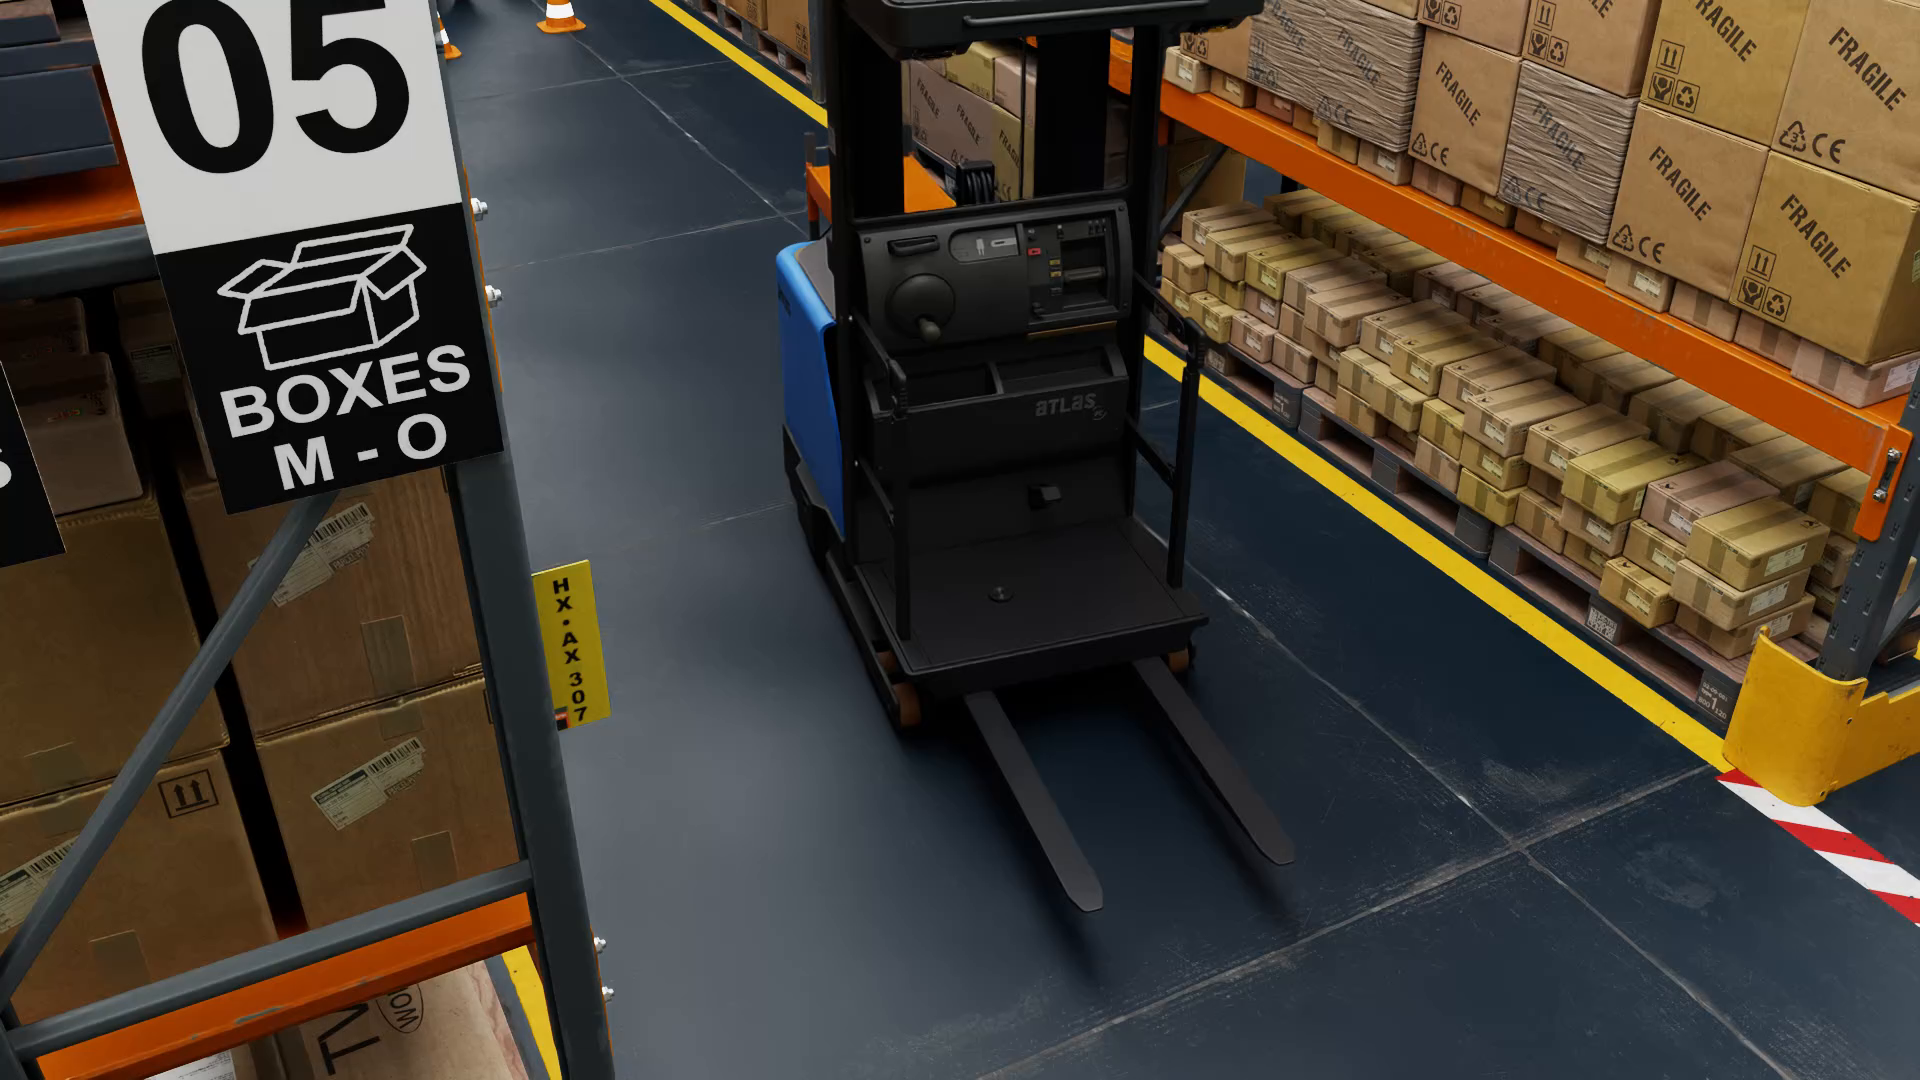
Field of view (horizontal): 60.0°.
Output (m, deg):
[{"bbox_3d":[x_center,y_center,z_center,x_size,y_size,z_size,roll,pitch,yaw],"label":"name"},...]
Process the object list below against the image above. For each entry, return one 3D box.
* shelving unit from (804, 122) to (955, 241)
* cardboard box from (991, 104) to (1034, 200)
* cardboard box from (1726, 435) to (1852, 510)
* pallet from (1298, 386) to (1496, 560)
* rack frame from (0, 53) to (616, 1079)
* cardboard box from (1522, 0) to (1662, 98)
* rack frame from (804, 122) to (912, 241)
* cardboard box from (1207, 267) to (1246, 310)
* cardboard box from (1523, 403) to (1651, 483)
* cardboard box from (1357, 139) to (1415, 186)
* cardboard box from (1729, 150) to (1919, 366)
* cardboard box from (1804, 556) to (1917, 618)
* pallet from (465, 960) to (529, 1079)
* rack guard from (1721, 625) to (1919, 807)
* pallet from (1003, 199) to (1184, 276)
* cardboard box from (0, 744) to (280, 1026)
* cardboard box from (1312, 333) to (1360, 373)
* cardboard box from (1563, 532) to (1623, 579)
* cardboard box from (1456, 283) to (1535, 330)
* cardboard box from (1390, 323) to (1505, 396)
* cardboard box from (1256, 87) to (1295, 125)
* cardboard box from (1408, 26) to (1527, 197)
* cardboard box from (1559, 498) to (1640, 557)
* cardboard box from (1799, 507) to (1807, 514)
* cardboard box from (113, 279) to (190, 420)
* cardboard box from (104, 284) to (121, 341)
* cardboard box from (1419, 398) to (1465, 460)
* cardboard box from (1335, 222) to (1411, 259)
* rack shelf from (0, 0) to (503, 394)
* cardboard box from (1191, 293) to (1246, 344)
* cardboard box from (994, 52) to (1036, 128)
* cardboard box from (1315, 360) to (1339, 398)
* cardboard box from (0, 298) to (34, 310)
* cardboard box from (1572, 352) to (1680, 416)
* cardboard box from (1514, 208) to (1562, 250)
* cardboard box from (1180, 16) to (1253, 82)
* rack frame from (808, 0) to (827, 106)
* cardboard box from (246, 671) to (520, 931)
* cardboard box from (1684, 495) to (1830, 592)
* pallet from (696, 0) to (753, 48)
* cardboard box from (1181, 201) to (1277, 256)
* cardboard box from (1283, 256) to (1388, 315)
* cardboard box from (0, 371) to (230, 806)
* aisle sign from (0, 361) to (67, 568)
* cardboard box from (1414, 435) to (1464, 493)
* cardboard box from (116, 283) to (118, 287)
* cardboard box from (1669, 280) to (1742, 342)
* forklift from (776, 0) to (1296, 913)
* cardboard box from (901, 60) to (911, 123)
[{"bbox_3d":[-0.308,-1.150,7.502,0.538,1.125,1.048,-10,34,-15],"label":"shelving unit"},{"bbox_3d":[0.511,-2.144,9.244,0.500,0.500,0.500,-17,36,-24],"label":"cardboard box"},{"bbox_3d":[3.004,-0.240,6.046,0.380,0.149,0.250,-15,36,-22],"label":"cardboard box"},{"bbox_3d":[2.235,-0.416,7.204,1.003,0.211,1.213,-16,36,-23],"label":"pallet"},{"bbox_3d":[-1.150,0.717,2.850,1.000,3.000,0.127,-16,36,-23],"label":"rack frame"},{"bbox_3d":[2.262,-1.808,5.496,0.500,0.500,0.500,-14,35,-21],"label":"cardboard box"},{"bbox_3d":[-0.466,-1.411,7.909,0.500,1.125,0.032,-10,34,-15],"label":"rack frame"},{"bbox_3d":[1.401,-1.235,7.875,0.380,0.149,0.250,-16,36,-23],"label":"cardboard box"},{"bbox_3d":[2.347,-0.358,6.229,0.380,0.149,0.250,-17,37,-25],"label":"cardboard box"},{"bbox_3d":[1.817,-1.546,6.615,0.380,0.149,0.250,-14,35,-21],"label":"cardboard box"},{"bbox_3d":[2.745,-0.893,4.995,0.500,0.500,0.500,-15,36,-22],"label":"cardboard box"},{"bbox_3d":[3.221,0.117,6.041,0.380,0.149,0.250,-15,36,-22],"label":"cardboard box"},{"bbox_3d":[-1.592,1.529,4.167,1.003,0.211,1.213,-16,36,-23],"label":"pallet"},{"bbox_3d":[3.147,0.440,5.600,1.175,0.500,0.348,-16,36,-23],"label":"rack guard"},{"bbox_3d":[0.953,-1.682,9.180,1.003,0.211,1.213,-16,36,-23],"label":"pallet"},{"bbox_3d":[-1.609,0.511,3.079,0.500,0.500,0.500,-16,36,-23],"label":"cardboard box"},{"bbox_3d":[1.777,-0.861,7.291,0.380,0.149,0.250,-14,35,-21],"label":"cardboard box"},{"bbox_3d":[2.496,0.004,6.217,0.380,0.149,0.250,-16,36,-23],"label":"cardboard box"},{"bbox_3d":[2.387,-1.004,7.238,0.380,0.149,0.250,-17,36,-25],"label":"cardboard box"},{"bbox_3d":[2.001,-0.743,6.832,0.380,0.149,0.250,-16,36,-23],"label":"cardboard box"},{"bbox_3d":[1.517,-1.943,7.235,0.380,0.149,0.250,-18,37,-25],"label":"cardboard box"},{"bbox_3d":[2.041,-1.620,6.130,0.500,0.500,0.500,-14,35,-21],"label":"cardboard box"},{"bbox_3d":[2.440,-0.106,6.112,0.380,0.149,0.250,-17,37,-25],"label":"cardboard box"},{"bbox_3d":[3.087,-0.137,6.162,0.380,0.149,0.250,-16,36,-23],"label":"cardboard box"},{"bbox_3d":[-1.255,-0.365,2.919,0.380,0.149,0.250,-15,36,-22],"label":"cardboard box"},{"bbox_3d":[-2.315,-0.636,3.942,0.500,0.500,0.500,-16,36,-23],"label":"cardboard box"},{"bbox_3d":[2.084,-0.476,6.691,0.380,0.149,0.250,-14,35,-21],"label":"cardboard box"},{"bbox_3d":[1.990,-1.379,7.823,0.380,0.149,0.250,-16,36,-24],"label":"cardboard box"},{"bbox_3d":[-2.082,-1.198,3.725,1.077,0.370,4.000,-16,36,-23],"label":"rack shelf"},{"bbox_3d":[1.327,-1.080,7.909,0.380,0.149,0.250,-15,35,-22],"label":"cardboard box"},{"bbox_3d":[0.519,-2.466,9.051,0.500,0.250,0.500,-14,35,-21],"label":"cardboard box"},{"bbox_3d":[1.808,-0.746,7.388,0.380,0.149,0.250,-17,37,-25],"label":"cardboard box"},{"bbox_3d":[-1.829,-0.357,2.906,0.380,0.149,0.250,-16,36,-24],"label":"cardboard box"},{"bbox_3d":[2.690,-0.625,6.646,0.380,0.149,0.250,-14,35,-21],"label":"cardboard box"},{"bbox_3d":[2.258,-1.192,6.063,0.380,0.149,0.250,-17,37,-25],"label":"cardboard box"},{"bbox_3d":[1.325,-2.353,7.273,0.500,0.500,0.500,-17,36,-24],"label":"cardboard box"},{"bbox_3d":[-0.548,-4.394,10.828,1.000,3.000,0.127,-16,36,-23],"label":"rack frame"},{"bbox_3d":[-1.119,0.374,3.293,0.500,0.500,0.500,-16,36,-23],"label":"cardboard box"},{"bbox_3d":[2.711,0.008,5.659,0.380,0.149,0.250,-15,36,-23],"label":"cardboard box"},{"bbox_3d":[-1.413,-4.197,13.105,1.003,0.211,1.213,-16,36,-23],"label":"pallet"},{"bbox_3d":[1.295,-1.496,8.006,0.380,0.149,0.250,-14,35,-21],"label":"cardboard box"},{"bbox_3d":[1.674,-1.122,7.423,0.380,0.149,0.250,-17,36,-24],"label":"cardboard box"},{"bbox_3d":[-1.585,0.084,2.819,0.500,0.500,0.500,-15,35,-22],"label":"cardboard box"},{"bbox_3d":[-1.390,-0.265,1.974,0.394,0.787,0.004,-16,36,-23],"label":"aisle sign"},{"bbox_3d":[2.085,-0.352,6.773,0.380,0.149,0.250,-15,36,-22],"label":"cardboard box"},{"bbox_3d":[-3.027,-0.944,5.350,0.500,0.500,0.500,-15,35,-22],"label":"cardboard box"},{"bbox_3d":[2.567,-0.799,5.449,0.380,0.149,0.250,-16,36,-24],"label":"cardboard box"},{"bbox_3d":[0.197,-0.827,5.323,1.130,2.935,3.031,-10,34,-15],"label":"forklift"},{"bbox_3d":[-0.206,-2.878,10.389,0.500,0.500,0.500,-15,36,-23],"label":"cardboard box"}]
